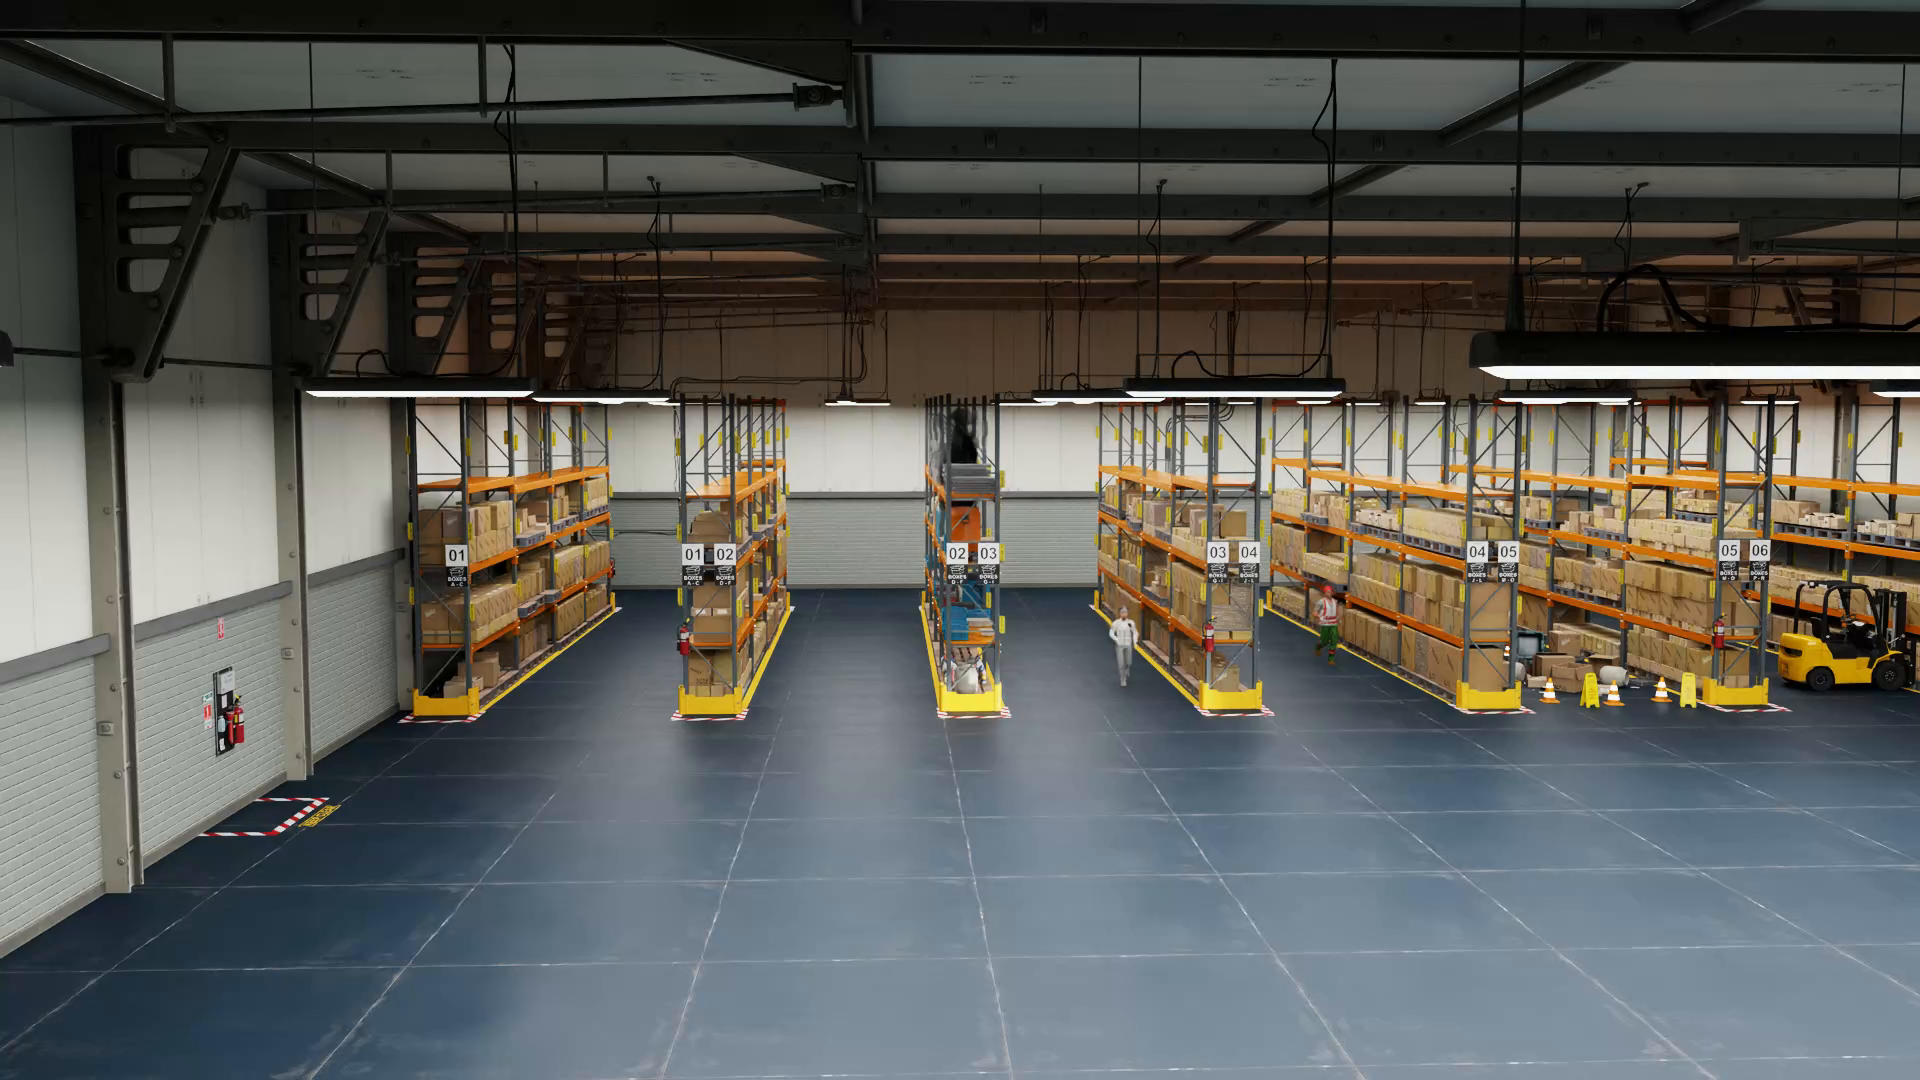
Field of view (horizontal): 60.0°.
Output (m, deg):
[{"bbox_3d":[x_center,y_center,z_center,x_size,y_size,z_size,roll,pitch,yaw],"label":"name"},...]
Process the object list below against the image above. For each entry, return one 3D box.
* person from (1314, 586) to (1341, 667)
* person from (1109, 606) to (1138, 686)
[{"bbox_3d":[8.232,1.907,37.215,0.658,1.771,0.863,-1,5,-14],"label":"person"},{"bbox_3d":[3.397,2.186,34.462,0.616,1.660,0.531,0,5,1],"label":"person"}]
